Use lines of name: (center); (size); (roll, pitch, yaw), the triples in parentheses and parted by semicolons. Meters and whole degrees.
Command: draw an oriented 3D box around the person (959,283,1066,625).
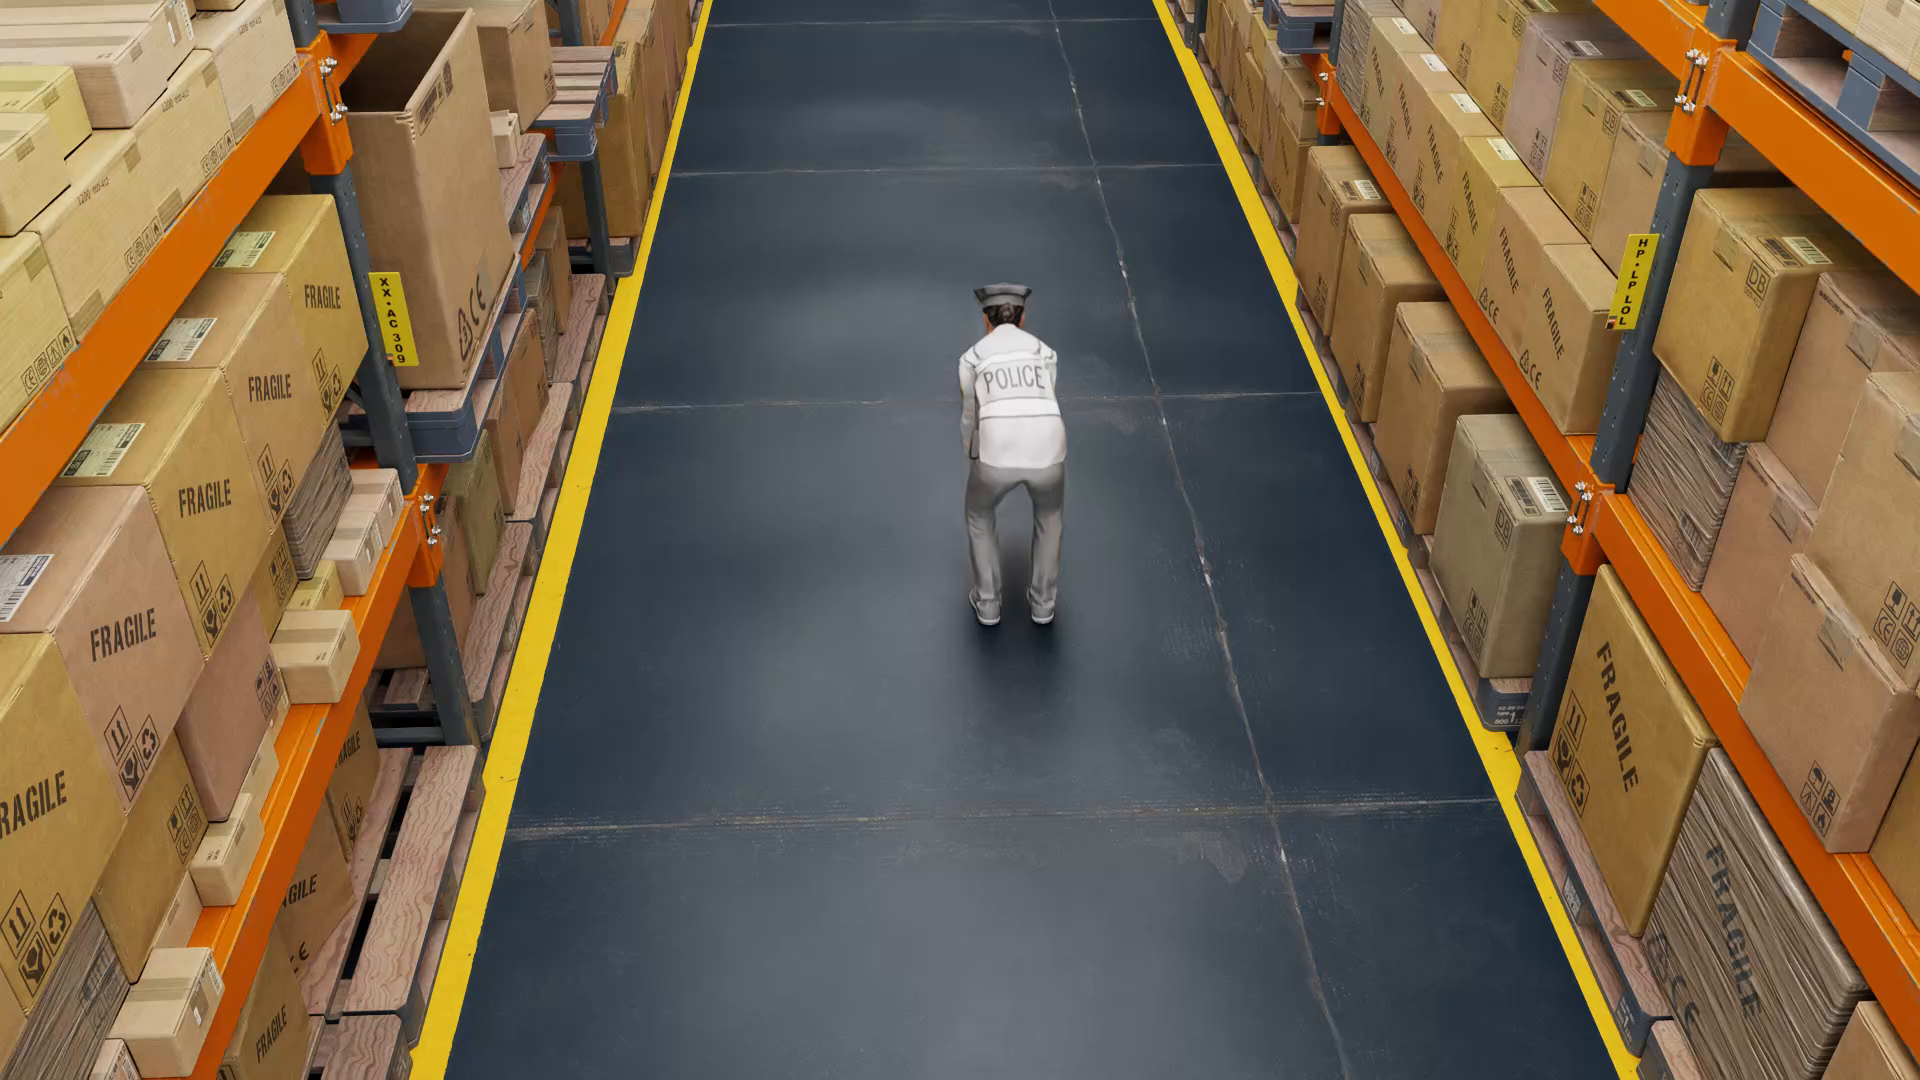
person: (0.210, -0.361, 6.949); (0.422, 1.326, 0.866); (-3, 36, -4)
